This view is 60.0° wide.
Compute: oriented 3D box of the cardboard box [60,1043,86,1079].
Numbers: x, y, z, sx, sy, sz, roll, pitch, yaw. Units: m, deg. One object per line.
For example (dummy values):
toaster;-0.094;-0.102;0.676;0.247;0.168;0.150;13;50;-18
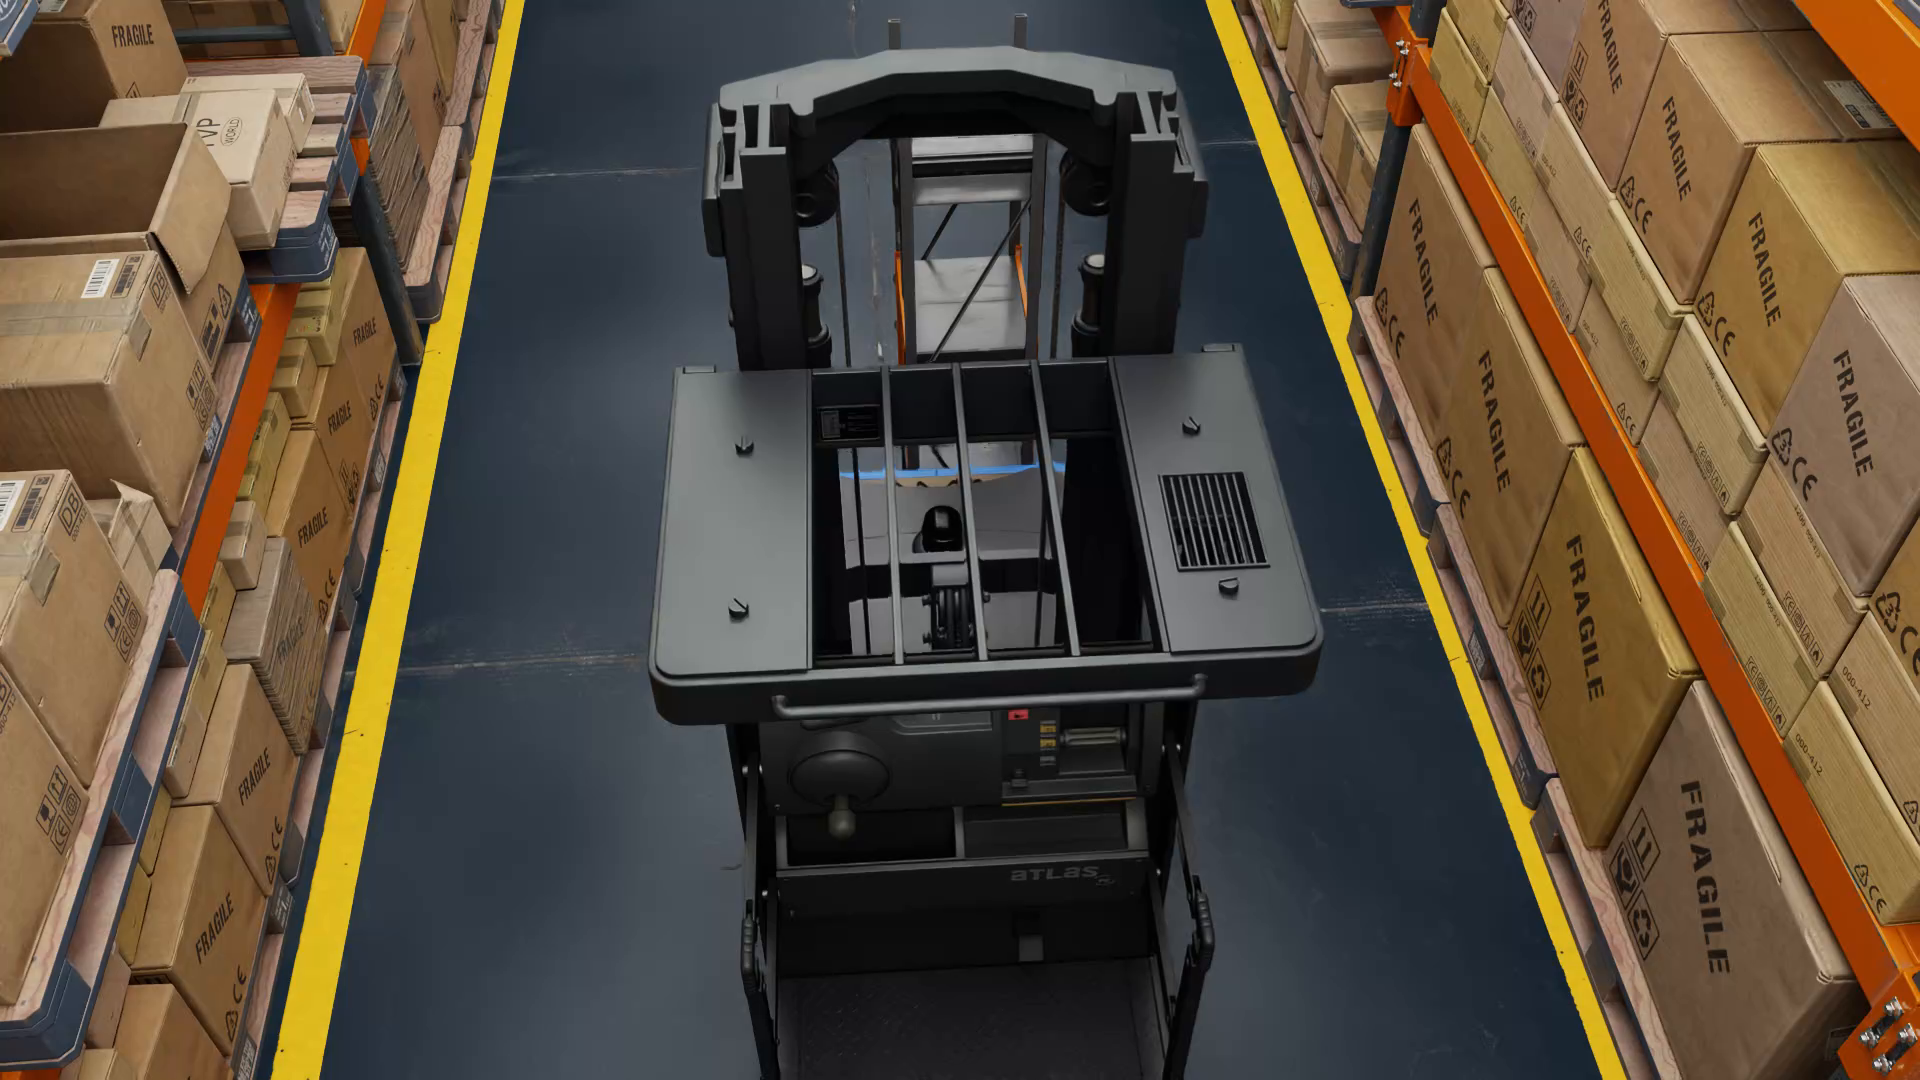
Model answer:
cardboard box;-2.241;1.247;3.784;0.380;0.149;0.250;-4;47;-4

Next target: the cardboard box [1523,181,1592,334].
cardboard box;2.085;-0.898;5.138;0.500;0.250;0.500;-2;47;-2

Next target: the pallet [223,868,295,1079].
pallet;-2.521;1.502;4.683;1.003;0.211;1.213;-3;47;-3

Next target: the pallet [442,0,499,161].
pallet;-2.879;-2.285;8.269;1.003;0.211;1.213;-3;47;-3

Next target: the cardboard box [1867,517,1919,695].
cardboard box;2.243;0.138;3.296;0.500;0.500;0.500;-2;47;-2

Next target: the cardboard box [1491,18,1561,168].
cardboard box;2.034;-1.434;5.301;0.500;0.250;0.500;-2;47;-2

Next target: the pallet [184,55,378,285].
pallet;-2.624;-1.213;5.465;1.213;0.211;1.003;-3;47;-3

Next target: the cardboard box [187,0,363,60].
cardboard box;-2.544;-2.050;6.228;0.500;0.250;0.500;-3;47;-3

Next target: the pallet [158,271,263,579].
pallet;-2.583;-0.292;4.593;1.003;0.211;1.213;-3;47;-3

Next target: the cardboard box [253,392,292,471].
cardboard box;-2.448;-0.349;5.500;0.380;0.149;0.250;-2;47;-2

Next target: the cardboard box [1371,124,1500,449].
cardboard box;2.171;-0.979;6.285;0.875;0.875;0.875;-4;47;-4

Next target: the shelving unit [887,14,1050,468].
shelving unit;0.014;-0.602;5.374;0.431;2.100;0.503;-3;47;-3

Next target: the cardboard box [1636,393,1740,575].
cardboard box;2.177;-0.168;4.446;0.500;0.250;0.500;-5;47;-4

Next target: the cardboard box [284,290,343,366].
cardboard box;-2.403;-0.736;5.866;0.380;0.149;0.250;-6;47;-5

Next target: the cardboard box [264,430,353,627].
cardboard box;-2.423;-0.016;5.632;0.500;0.500;0.500;-2;47;-2

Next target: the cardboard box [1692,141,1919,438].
cardboard box;2.169;-0.604;3.998;0.500;0.500;0.500;-2;47;-2

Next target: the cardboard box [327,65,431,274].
cardboard box;-2.789;-1.545;6.994;0.875;0.625;0.625;-2;47;-2

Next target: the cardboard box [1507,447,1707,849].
cardboard box;2.316;0.314;5.061;0.875;0.875;0.875;-2;47;-2

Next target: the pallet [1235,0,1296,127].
pallet;2.033;-2.557;8.526;1.003;0.211;1.213;-3;47;-3

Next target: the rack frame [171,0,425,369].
rack frame;-2.750;-1.765;5.856;1.000;3.000;0.127;-3;47;-3

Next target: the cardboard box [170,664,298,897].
cardboard box;-2.323;0.734;4.921;0.500;0.500;0.500;-5;47;-4

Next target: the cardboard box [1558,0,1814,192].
cardboard box;2.072;-1.343;4.698;0.500;0.500;0.500;-2;47;-2

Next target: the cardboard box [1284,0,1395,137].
cardboard box;2.089;-2.253;7.839;0.950;0.372;0.625;-4;47;-4

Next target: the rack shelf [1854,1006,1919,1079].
rack shelf;2.698;2.519;2.294;1.077;0.370;4.000;-3;47;-3

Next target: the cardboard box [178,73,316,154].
cardboard box;-2.313;-1.371;5.367;0.380;0.149;0.250;-3;47;-3

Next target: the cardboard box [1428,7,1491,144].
cardboard box;1.986;-1.649;5.849;0.500;0.250;0.500;-4;47;-4

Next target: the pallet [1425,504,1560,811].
pallet;2.286;0.345;5.778;1.003;0.211;1.213;-3;47;-3

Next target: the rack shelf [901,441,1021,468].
rack shelf;0.014;-0.112;5.892;0.431;0.518;0.480;-3;47;-3

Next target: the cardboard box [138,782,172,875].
cardboard box;-2.350;0.767;4.443;0.380;0.149;0.250;-4;47;-4

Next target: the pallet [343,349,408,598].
pallet;-2.725;-0.264;6.355;1.003;0.211;1.213;-3;47;-3

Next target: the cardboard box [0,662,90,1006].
cardboard box;-2.233;0.586;3.271;0.700;0.500;0.500;-2;47;-2

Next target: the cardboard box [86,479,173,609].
cardboard box;-2.149;0.002;3.985;0.396;0.266;0.258;-1;47;-1

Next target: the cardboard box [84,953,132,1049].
cardboard box;-2.280;1.150;4.081;0.380;0.149;0.250;-5;47;-4

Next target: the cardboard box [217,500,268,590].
cardboard box;-2.373;0.030;5.141;0.380;0.149;0.250;-6;47;-5

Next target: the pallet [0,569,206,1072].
pallet;-2.373;0.610;3.738;1.003;0.211;1.213;-3;47;-3

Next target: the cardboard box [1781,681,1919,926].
cardboard box;2.242;0.567;3.751;0.500;0.250;0.500;-4;47;-4

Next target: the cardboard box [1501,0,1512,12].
cardboard box;1.993;-2.076;5.393;0.500;0.500;0.500;-5;47;-5

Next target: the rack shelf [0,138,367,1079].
rack shelf;-2.583;-0.071;4.747;1.077;0.370;4.000;-3;47;-3

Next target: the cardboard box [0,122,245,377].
cardboard box;-2.429;-0.775;4.558;0.797;0.503;0.637;-4;47;-4

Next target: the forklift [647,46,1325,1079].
forklift;0.020;0.576;3.686;1.130;2.935;3.031;-3;47;-2

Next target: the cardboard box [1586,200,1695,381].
cardboard box;2.093;-0.705;4.611;0.500;0.250;0.500;-3;47;-3

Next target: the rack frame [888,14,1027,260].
rack frame;-0.007;-0.779;5.541;0.400;2.100;0.015;-3;47;-3

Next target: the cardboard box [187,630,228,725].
cardboard box;-2.352;0.404;4.787;0.380;0.149;0.250;-2;47;-2

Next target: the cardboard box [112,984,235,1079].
cardboard box;-2.232;1.480;4.214;0.500;0.500;0.500;-2;47;-2

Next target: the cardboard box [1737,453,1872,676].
cardboard box;2.202;0.039;3.906;0.500;0.250;0.500;-2;47;-2

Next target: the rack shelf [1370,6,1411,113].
rack shelf;2.028;-3.269;7.776;1.077;0.370;4.000;-3;47;-3

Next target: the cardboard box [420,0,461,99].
cardboard box;-2.908;-2.505;7.902;0.875;0.625;0.625;-5;47;-5

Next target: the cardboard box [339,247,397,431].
cardboard box;-2.501;-0.757;6.334;0.500;0.500;0.500;-2;47;-2
